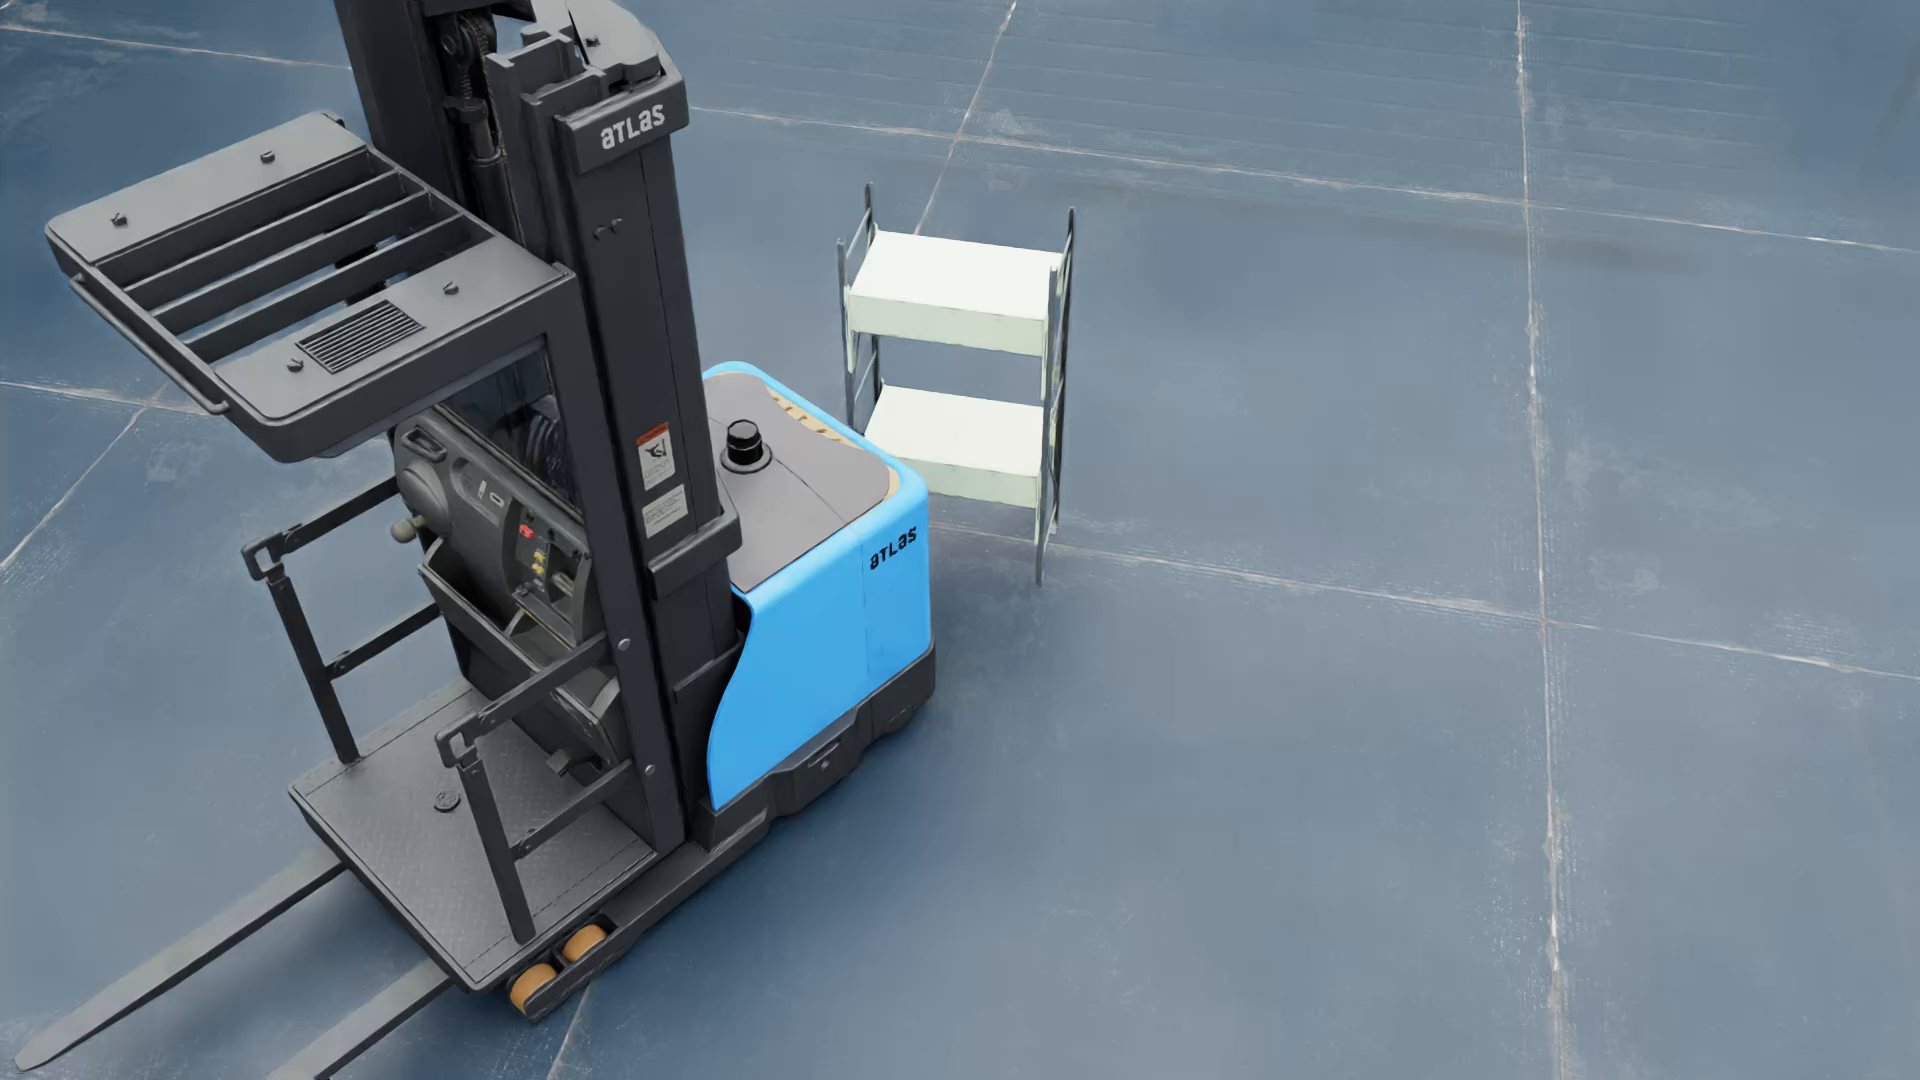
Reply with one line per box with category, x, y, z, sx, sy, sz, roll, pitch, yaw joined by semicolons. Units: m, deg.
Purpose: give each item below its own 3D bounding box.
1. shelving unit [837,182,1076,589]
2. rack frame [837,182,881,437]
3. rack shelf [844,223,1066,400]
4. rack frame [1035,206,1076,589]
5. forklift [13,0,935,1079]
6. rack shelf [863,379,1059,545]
shelving unit;-0.007;-0.541;6.231;0.755;1.500;0.431;9;45;9
rack frame;-0.364;-0.597;6.289;0.023;1.500;0.400;9;45;9
rack shelf;-0.007;-0.823;5.960;0.720;0.370;0.431;9;45;9
rack frame;0.351;-0.486;6.173;0.023;1.500;0.400;9;45;9
forklift;-1.475;0.026;4.609;1.130;2.935;3.031;34;53;30
rack shelf;-0.007;-0.306;6.457;0.720;0.370;0.431;9;45;9
